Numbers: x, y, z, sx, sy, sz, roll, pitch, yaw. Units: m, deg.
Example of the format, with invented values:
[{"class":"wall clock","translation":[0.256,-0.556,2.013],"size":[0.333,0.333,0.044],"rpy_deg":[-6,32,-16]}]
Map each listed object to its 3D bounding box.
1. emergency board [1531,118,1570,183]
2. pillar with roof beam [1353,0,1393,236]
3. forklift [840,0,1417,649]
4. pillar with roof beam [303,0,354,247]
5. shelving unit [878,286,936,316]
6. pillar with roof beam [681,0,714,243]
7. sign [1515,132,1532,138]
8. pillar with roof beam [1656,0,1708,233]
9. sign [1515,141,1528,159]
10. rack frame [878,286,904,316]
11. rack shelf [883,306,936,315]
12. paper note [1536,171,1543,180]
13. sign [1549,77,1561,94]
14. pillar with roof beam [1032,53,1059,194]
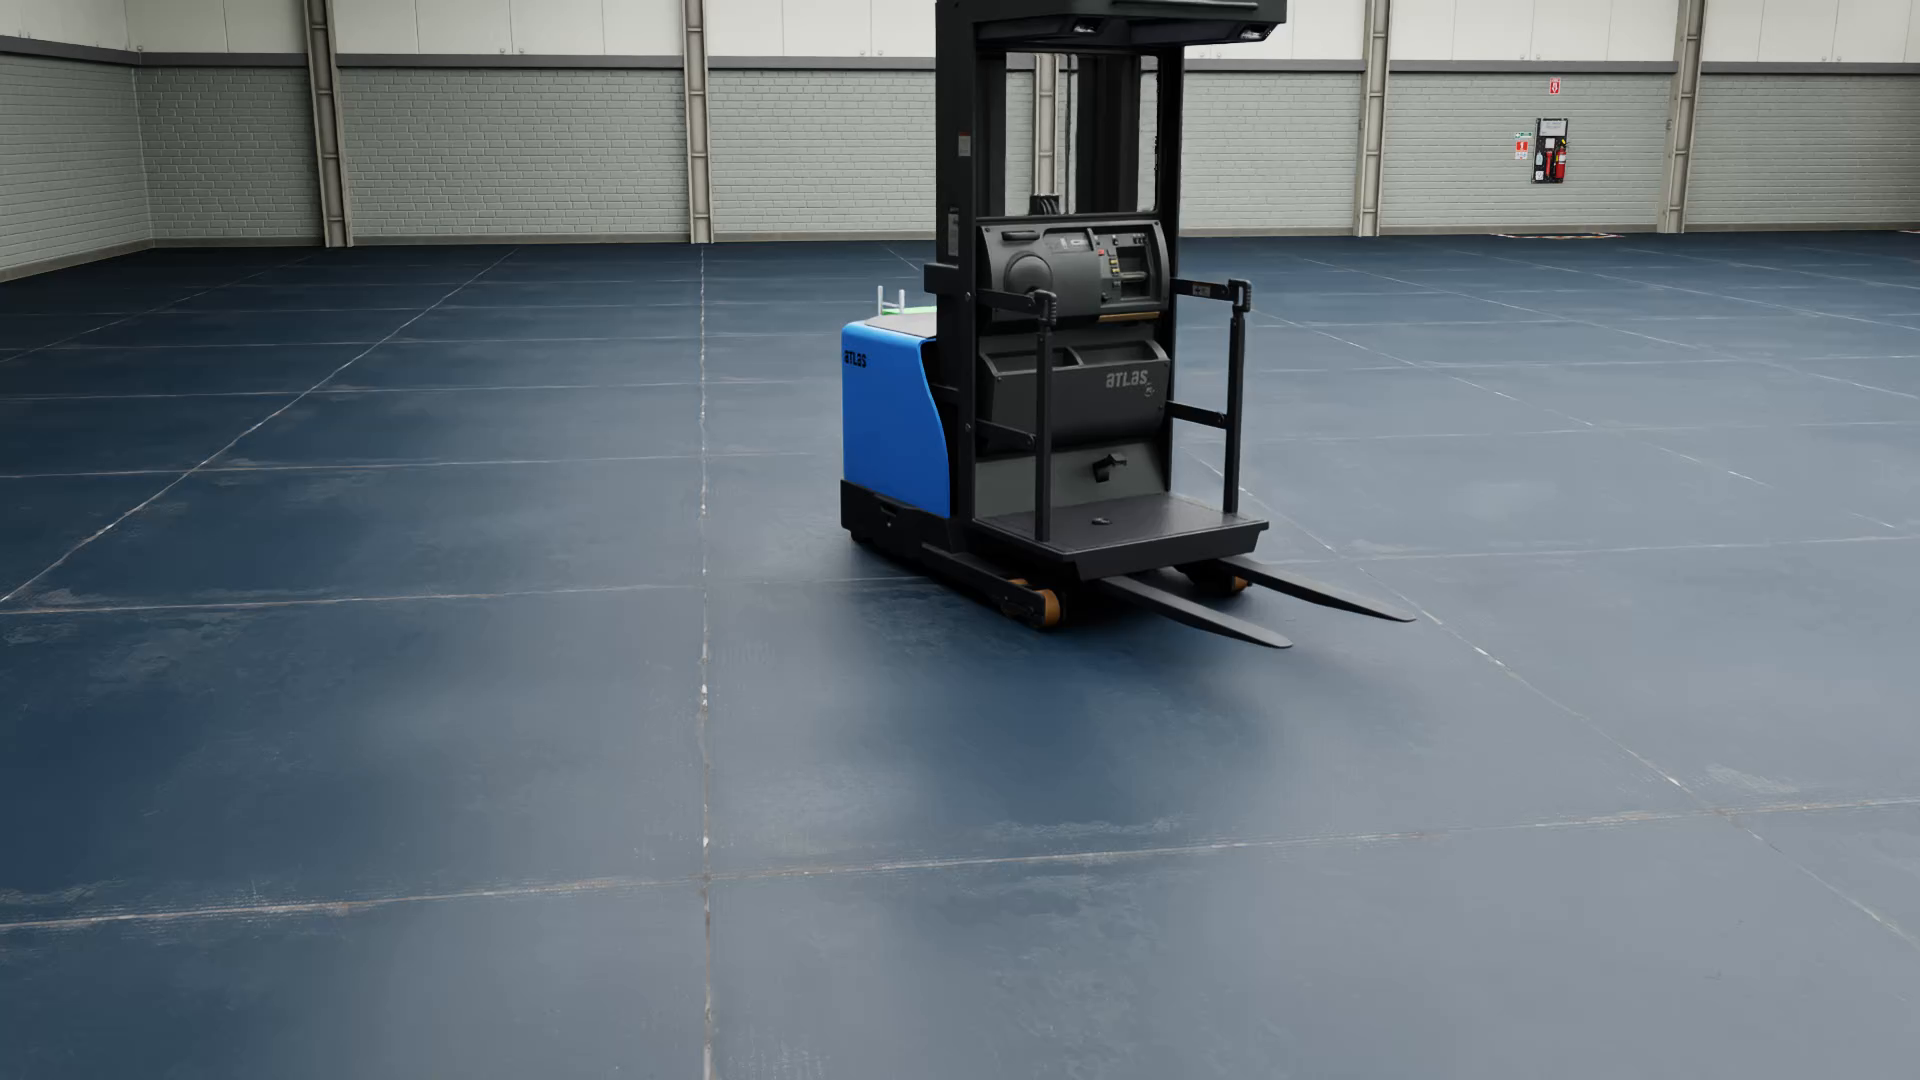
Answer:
[{"class":"emergency board","translation":[10.906,-7.160,30.604],"size":[0.643,1.169,0.194],"rpy_deg":[-2,14,-8]},{"class":"pillar with roof beam","translation":[8.063,-8.897,25.199],"size":[0.400,9.000,9.100],"rpy_deg":[-2,14,-8]},{"class":"forklift","translation":[0.614,-1.186,6.925],"size":[1.130,2.935,3.031],"rpy_deg":[-9,16,-31]},{"class":"pillar with roof beam","translation":[-9.736,-8.245,22.598],"size":[0.400,9.000,9.100],"rpy_deg":[-2,14,-8]},{"class":"shelving unit","translation":[-0.138,-0.709,8.581],"size":[0.503,1.200,0.258],"rpy_deg":[-9,16,-31]},{"class":"pillar with roof beam","translation":[-3.803,-8.462,23.465],"size":[0.400,9.000,9.100],"rpy_deg":[-2,14,-8]},{"class":"sign","translation":[10.350,-7.437,30.547],"size":[0.331,0.109,0.001],"rpy_deg":[-2,14,-8]},{"class":"pillar with roof beam","translation":[13.997,-9.114,26.066],"size":[0.400,9.000,9.100],"rpy_deg":[-2,14,-8]},{"class":"sign","translation":[10.344,-7.182,30.619],"size":[0.234,0.329,0.001],"rpy_deg":[-2,14,-8]},{"class":"rack frame","translation":[-0.346,-0.678,8.457],"size":[0.015,1.200,0.240],"rpy_deg":[-9,16,-31]},{"class":"rack shelf","translation":[-0.138,-1.112,8.480],"size":[0.480,0.148,0.258],"rpy_deg":[-9,16,-31]},{"class":"paper note","translation":[10.721,-6.743,30.752],"size":[0.142,0.148,0.016],"rpy_deg":[-2,14,-8]},{"class":"sign","translation":[10.883,-8.308,30.417],"size":[0.199,0.298,0.001],"rpy_deg":[-2,14,-8]},{"class":"pillar with roof beam","translation":[2.130,-8.680,24.332],"size":[0.400,9.000,9.100],"rpy_deg":[-2,14,-8]}]
